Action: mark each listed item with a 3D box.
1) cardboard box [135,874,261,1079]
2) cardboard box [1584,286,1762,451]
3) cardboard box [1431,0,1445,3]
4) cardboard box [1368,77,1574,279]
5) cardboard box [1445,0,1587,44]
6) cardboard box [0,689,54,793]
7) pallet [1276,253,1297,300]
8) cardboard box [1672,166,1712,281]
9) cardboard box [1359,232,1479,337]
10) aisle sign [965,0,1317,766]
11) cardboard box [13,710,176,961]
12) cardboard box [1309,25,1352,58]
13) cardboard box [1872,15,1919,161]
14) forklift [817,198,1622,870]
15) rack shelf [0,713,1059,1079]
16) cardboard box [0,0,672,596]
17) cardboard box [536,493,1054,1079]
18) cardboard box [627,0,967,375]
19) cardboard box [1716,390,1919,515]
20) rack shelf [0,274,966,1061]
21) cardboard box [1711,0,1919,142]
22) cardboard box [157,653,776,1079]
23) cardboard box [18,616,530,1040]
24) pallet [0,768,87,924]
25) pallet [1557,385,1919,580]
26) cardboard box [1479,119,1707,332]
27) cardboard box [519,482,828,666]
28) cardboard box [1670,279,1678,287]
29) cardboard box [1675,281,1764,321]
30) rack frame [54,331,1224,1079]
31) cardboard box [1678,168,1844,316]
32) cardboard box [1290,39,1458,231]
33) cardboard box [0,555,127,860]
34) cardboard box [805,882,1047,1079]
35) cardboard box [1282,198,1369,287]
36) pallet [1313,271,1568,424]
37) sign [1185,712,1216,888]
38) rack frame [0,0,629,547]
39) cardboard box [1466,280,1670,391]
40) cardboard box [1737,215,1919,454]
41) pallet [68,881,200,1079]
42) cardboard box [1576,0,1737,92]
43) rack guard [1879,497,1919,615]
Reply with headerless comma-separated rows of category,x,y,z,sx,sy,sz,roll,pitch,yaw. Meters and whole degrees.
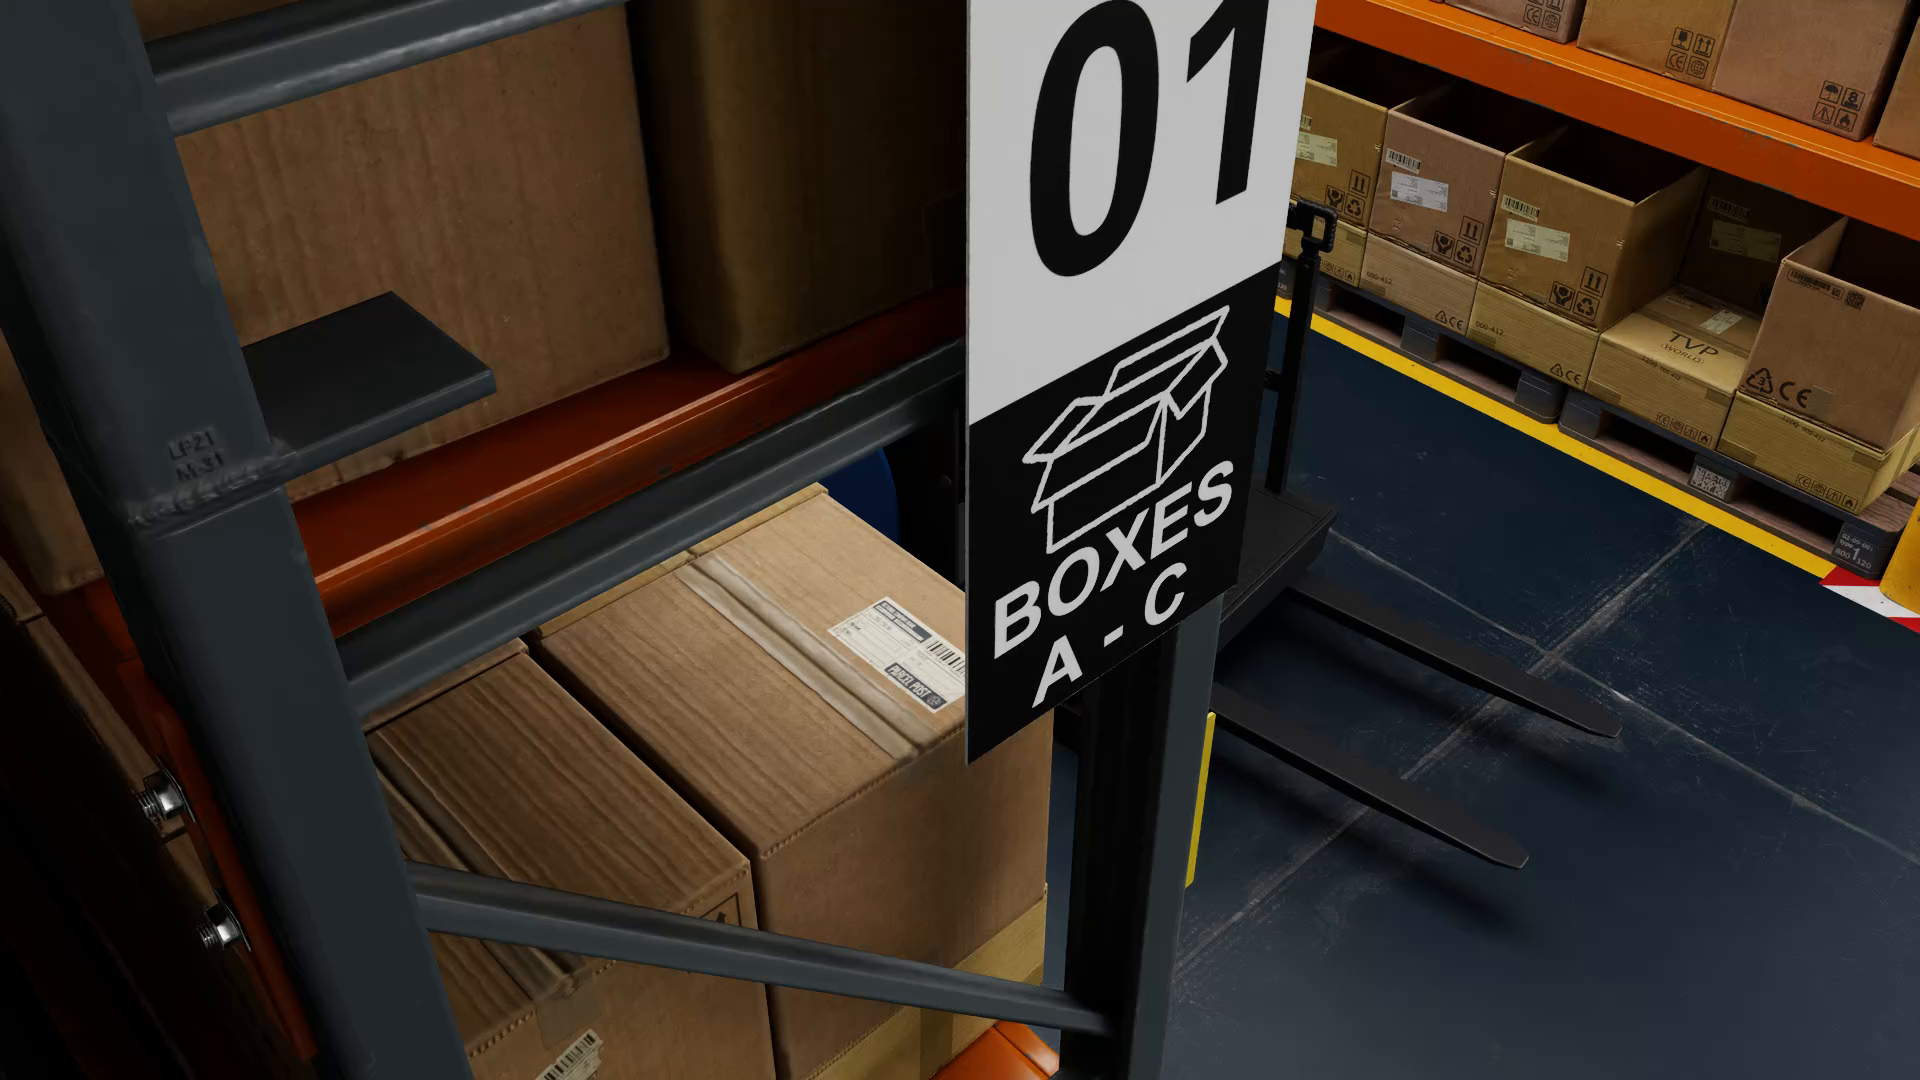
cardboard box,-0.936,0.610,2.636,0.500,0.250,0.500,-29,47,-31
cardboard box,2.600,-0.620,5.909,0.500,0.250,0.500,-30,48,-32
cardboard box,1.825,-2.390,6.166,0.700,0.500,0.500,-29,47,-31
cardboard box,1.921,-1.373,6.245,0.500,0.500,0.500,-30,48,-32
cardboard box,2.172,-2.153,5.873,0.700,0.500,0.500,-28,47,-31
cardboard box,-1.624,0.147,3.209,0.500,0.250,0.500,-29,47,-31
pallet,1.329,-1.558,7.435,1.003,0.211,1.213,-30,48,-32
cardboard box,2.641,-1.362,6.231,0.500,0.500,0.500,-30,48,-32
cardboard box,1.924,-1.083,6.482,0.500,0.250,0.500,-30,48,-32
aisle sign,0.151,-0.176,1.436,0.394,0.787,0.004,-30,48,-32
cardboard box,-1.280,0.379,2.921,0.500,0.250,0.500,-30,48,-32
cardboard box,1.249,-1.839,6.821,0.500,0.500,0.500,-30,48,-32
cardboard box,3.221,-1.438,4.988,0.700,0.500,0.500,-30,48,-32
forklift,0.485,-0.888,4.441,3.031,2.935,1.130,27,46,30
rack shelf,-1.471,0.283,3.508,1.077,0.370,4.000,-30,48,-32
cardboard box,-0.588,-0.370,1.262,0.500,0.500,0.500,-26,46,-29
cardboard box,-0.220,0.339,2.373,0.500,0.500,0.500,-30,48,-32
cardboard box,-0.161,-0.545,1.479,0.500,0.500,0.500,-29,47,-31
cardboard box,2.947,-0.394,5.629,0.500,0.250,0.500,-30,48,-32
rack shelf,-1.471,-0.884,2.566,1.077,0.370,4.000,-30,48,-32
cardboard box,2.862,-1.679,5.286,0.700,0.500,0.500,-29,47,-31
cardboard box,-0.594,0.560,2.100,0.500,0.500,0.500,-31,48,-32
cardboard box,-0.927,0.323,2.393,0.500,0.500,0.500,-29,47,-31
pallet,-2.344,0.459,4.938,1.003,0.211,1.213,-30,48,-32
pallet,2.979,-0.429,6.037,1.003,0.211,1.213,-30,48,-32
cardboard box,2.258,-1.141,5.957,0.500,0.500,0.500,-30,48,-32
cardboard box,-0.547,0.106,2.662,0.500,0.500,0.500,-30,48,-32
cardboard box,2.650,-1.075,6.473,0.500,0.250,0.500,-30,48,-32
cardboard box,2.988,-0.844,6.186,0.500,0.250,0.500,-30,48,-32
rack frame,-0.119,0.929,2.136,1.000,3.000,0.127,-30,48,-32
cardboard box,2.989,-1.136,5.951,0.500,0.500,0.500,-30,48,-32
cardboard box,1.582,-1.604,6.530,0.500,0.500,0.500,-30,48,-32
cardboard box,-1.280,0.086,2.687,0.500,0.500,0.500,-31,48,-33
cardboard box,-0.215,0.619,2.624,0.500,0.250,0.500,-31,48,-33
cardboard box,1.581,-1.312,6.765,0.500,0.250,0.500,-30,48,-32
pallet,2.159,-0.993,6.736,1.003,0.211,1.213,-30,48,-32
sign,0.281,0.362,2.150,0.100,0.325,0.005,-30,48,-32
rack frame,-0.119,-1.405,0.251,1.000,3.000,0.127,-30,48,-32
cardboard box,2.261,-0.851,6.195,0.500,0.250,0.500,-30,48,-32
cardboard box,2.946,-0.685,5.392,0.500,0.500,0.500,-30,48,-32
pallet,-1.515,1.023,4.239,1.003,0.211,1.213,-30,48,-32
cardboard box,2.531,-1.911,5.574,0.700,0.500,0.500,-30,47,-31
rack guard,3.544,-0.194,5.517,1.175,0.500,0.348,-30,48,-32
